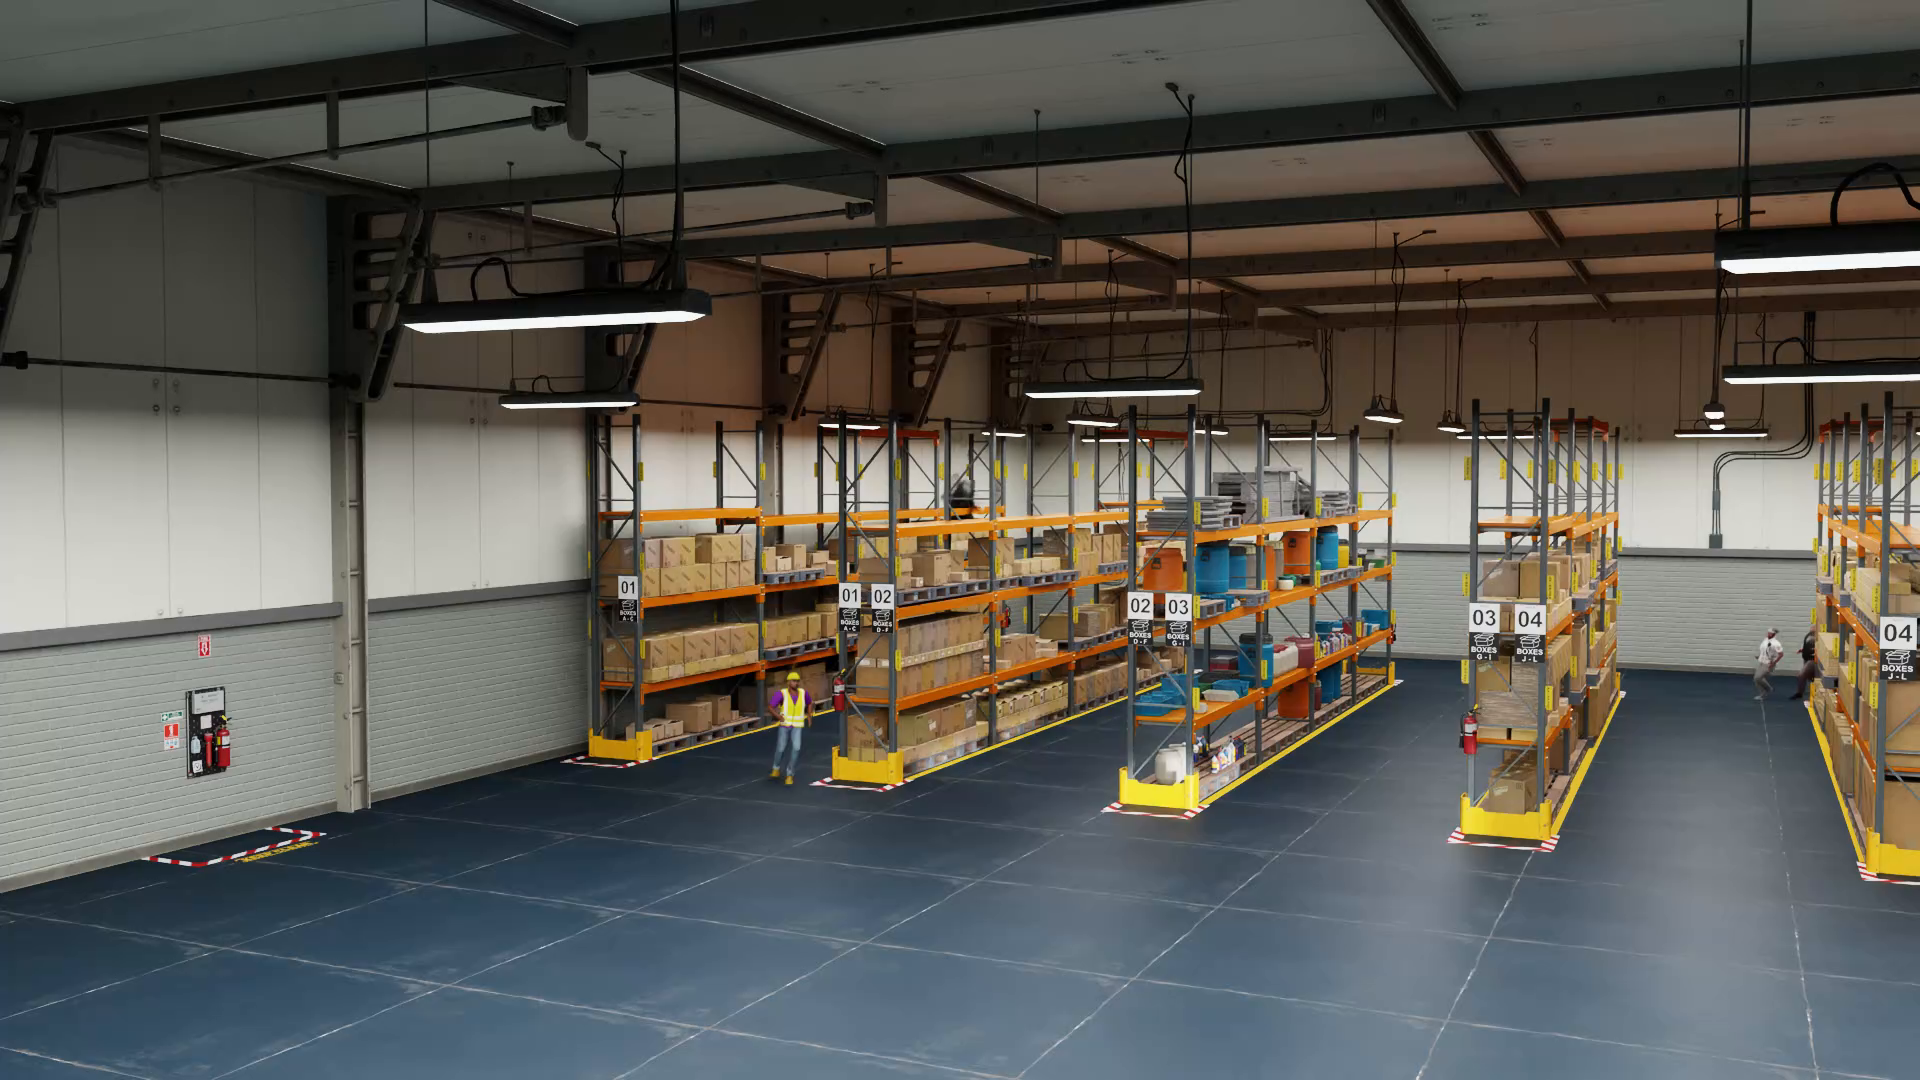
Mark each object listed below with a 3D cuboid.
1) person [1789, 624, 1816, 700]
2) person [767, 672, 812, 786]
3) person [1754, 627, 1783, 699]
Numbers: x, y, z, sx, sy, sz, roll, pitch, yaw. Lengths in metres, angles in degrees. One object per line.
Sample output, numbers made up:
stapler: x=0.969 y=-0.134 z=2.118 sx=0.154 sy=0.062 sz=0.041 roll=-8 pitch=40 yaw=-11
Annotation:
person: x=18.662 y=2.655 z=36.450 sx=0.846 sy=1.739 sz=0.727 roll=0 pitch=2 yaw=-5
person: x=-2.728 y=3.029 z=26.820 sx=0.754 sy=1.788 sz=0.791 roll=-1 pitch=2 yaw=-14
person: x=17.633 y=2.704 z=36.400 sx=0.480 sy=1.629 sz=0.623 roll=-1 pitch=2 yaw=-14
